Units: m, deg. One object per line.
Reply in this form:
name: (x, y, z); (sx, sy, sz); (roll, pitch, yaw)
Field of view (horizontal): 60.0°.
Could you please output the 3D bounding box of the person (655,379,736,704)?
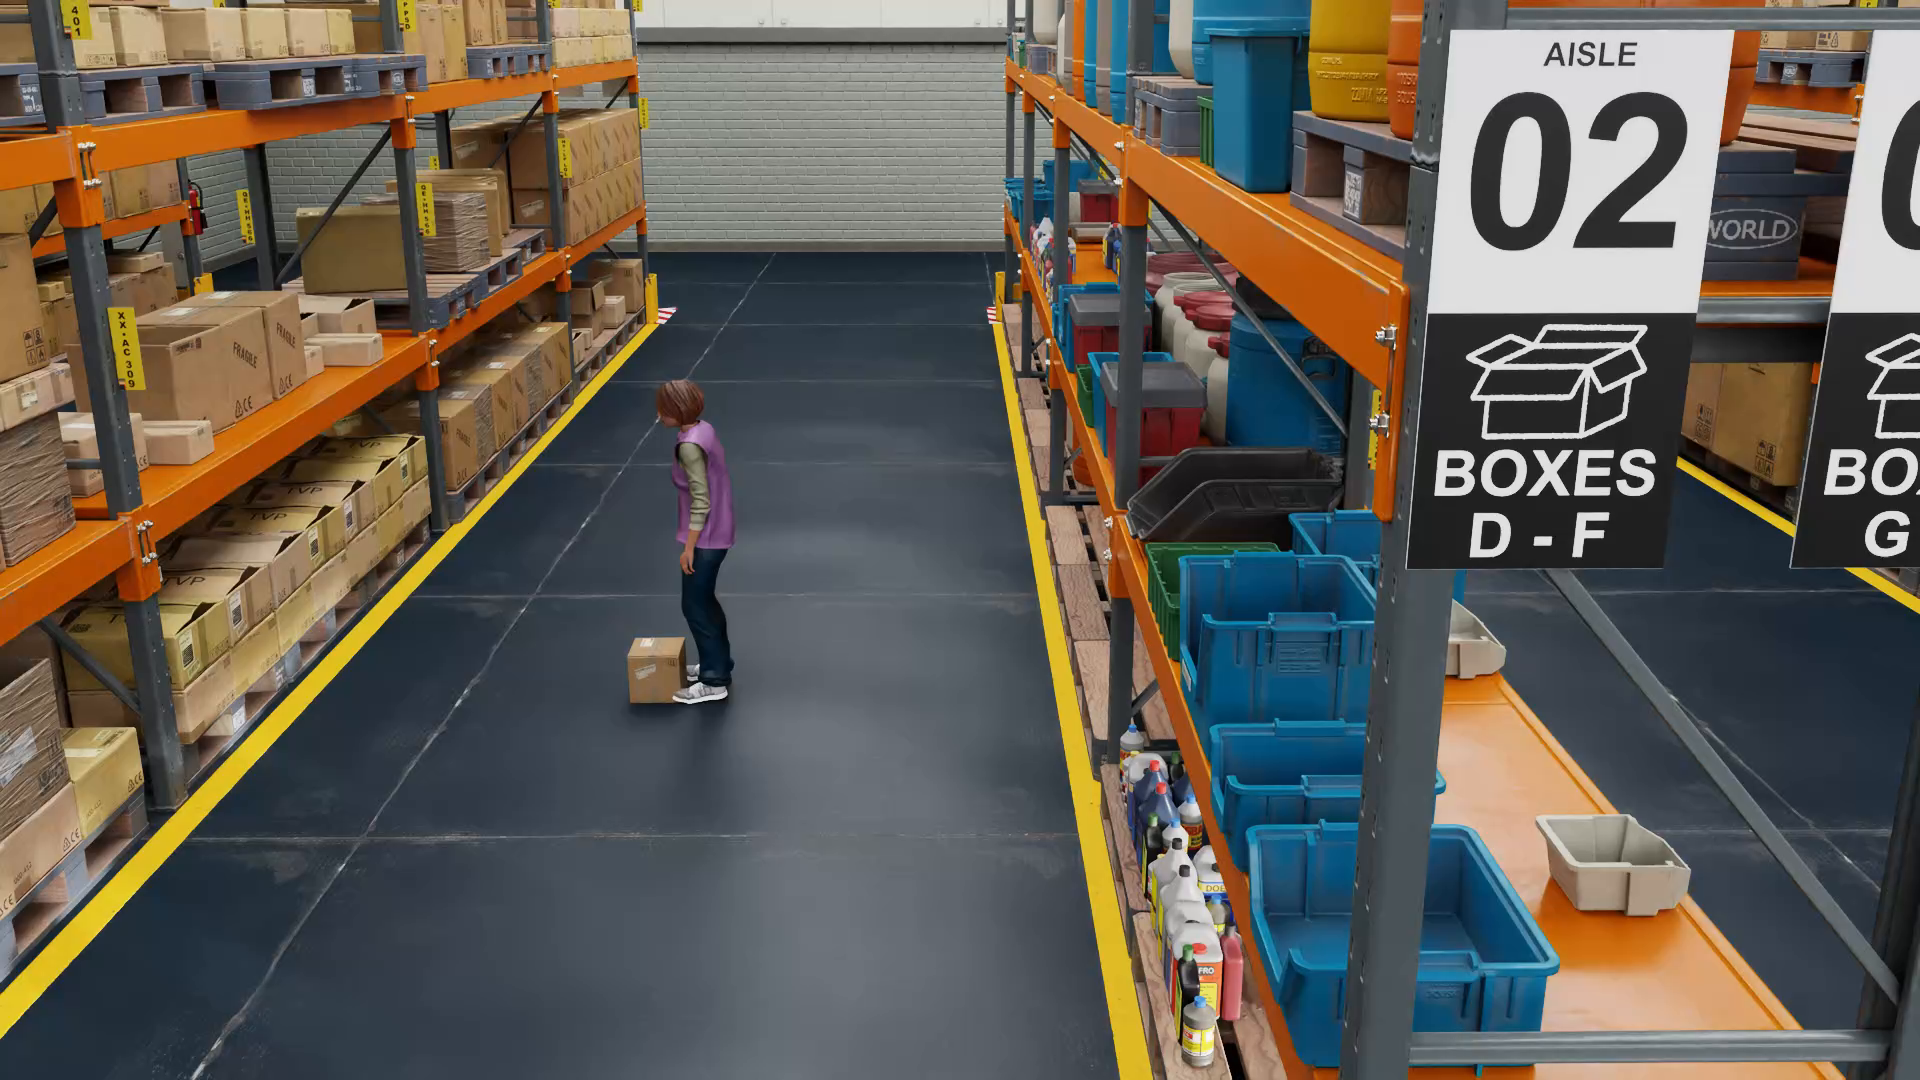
person: (-1.259, 0.001, 8.061); (0.343, 1.593, 0.480); (-1, 17, -3)
